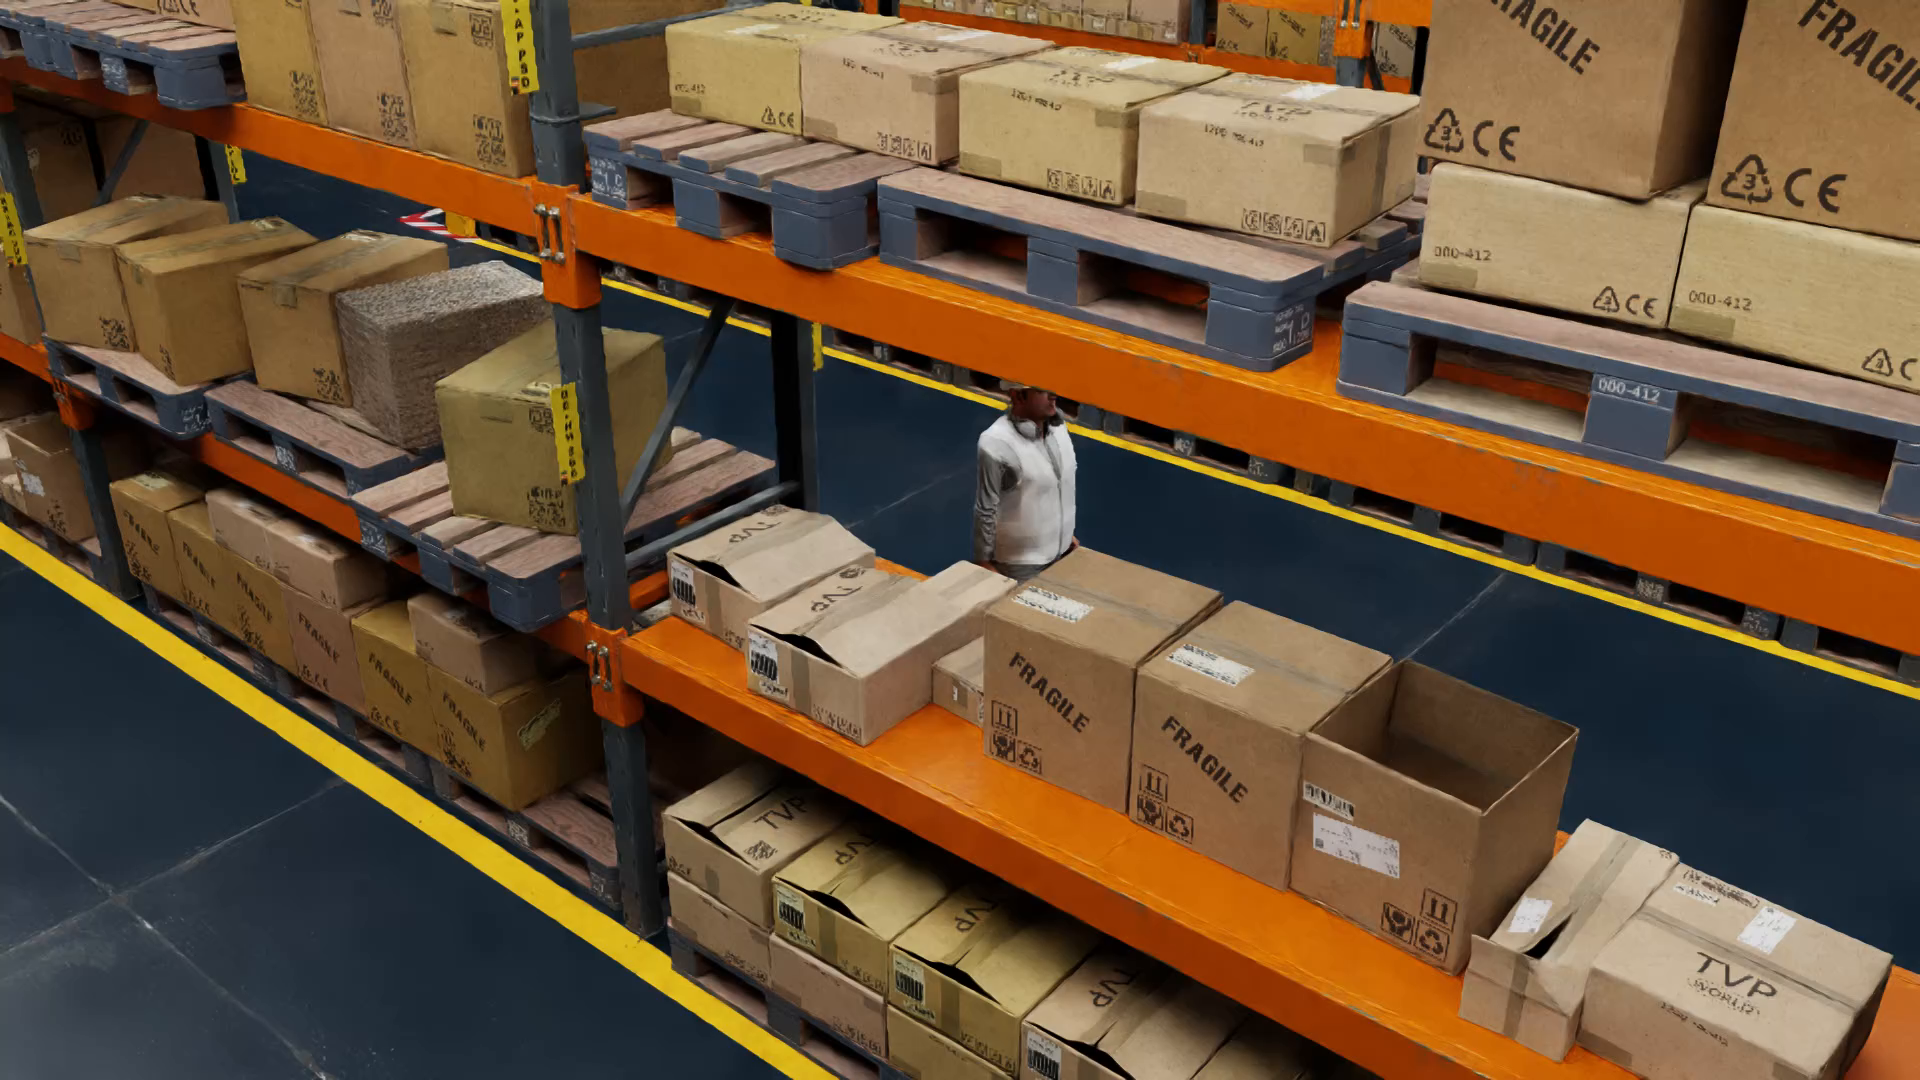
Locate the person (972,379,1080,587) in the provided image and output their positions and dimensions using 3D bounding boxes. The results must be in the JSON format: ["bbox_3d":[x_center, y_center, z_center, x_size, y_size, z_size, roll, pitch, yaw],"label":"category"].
[{"bbox_3d":[0.349,0.047,6.984,0.608,1.766,0.540,18,32,31],"label":"person"}]
